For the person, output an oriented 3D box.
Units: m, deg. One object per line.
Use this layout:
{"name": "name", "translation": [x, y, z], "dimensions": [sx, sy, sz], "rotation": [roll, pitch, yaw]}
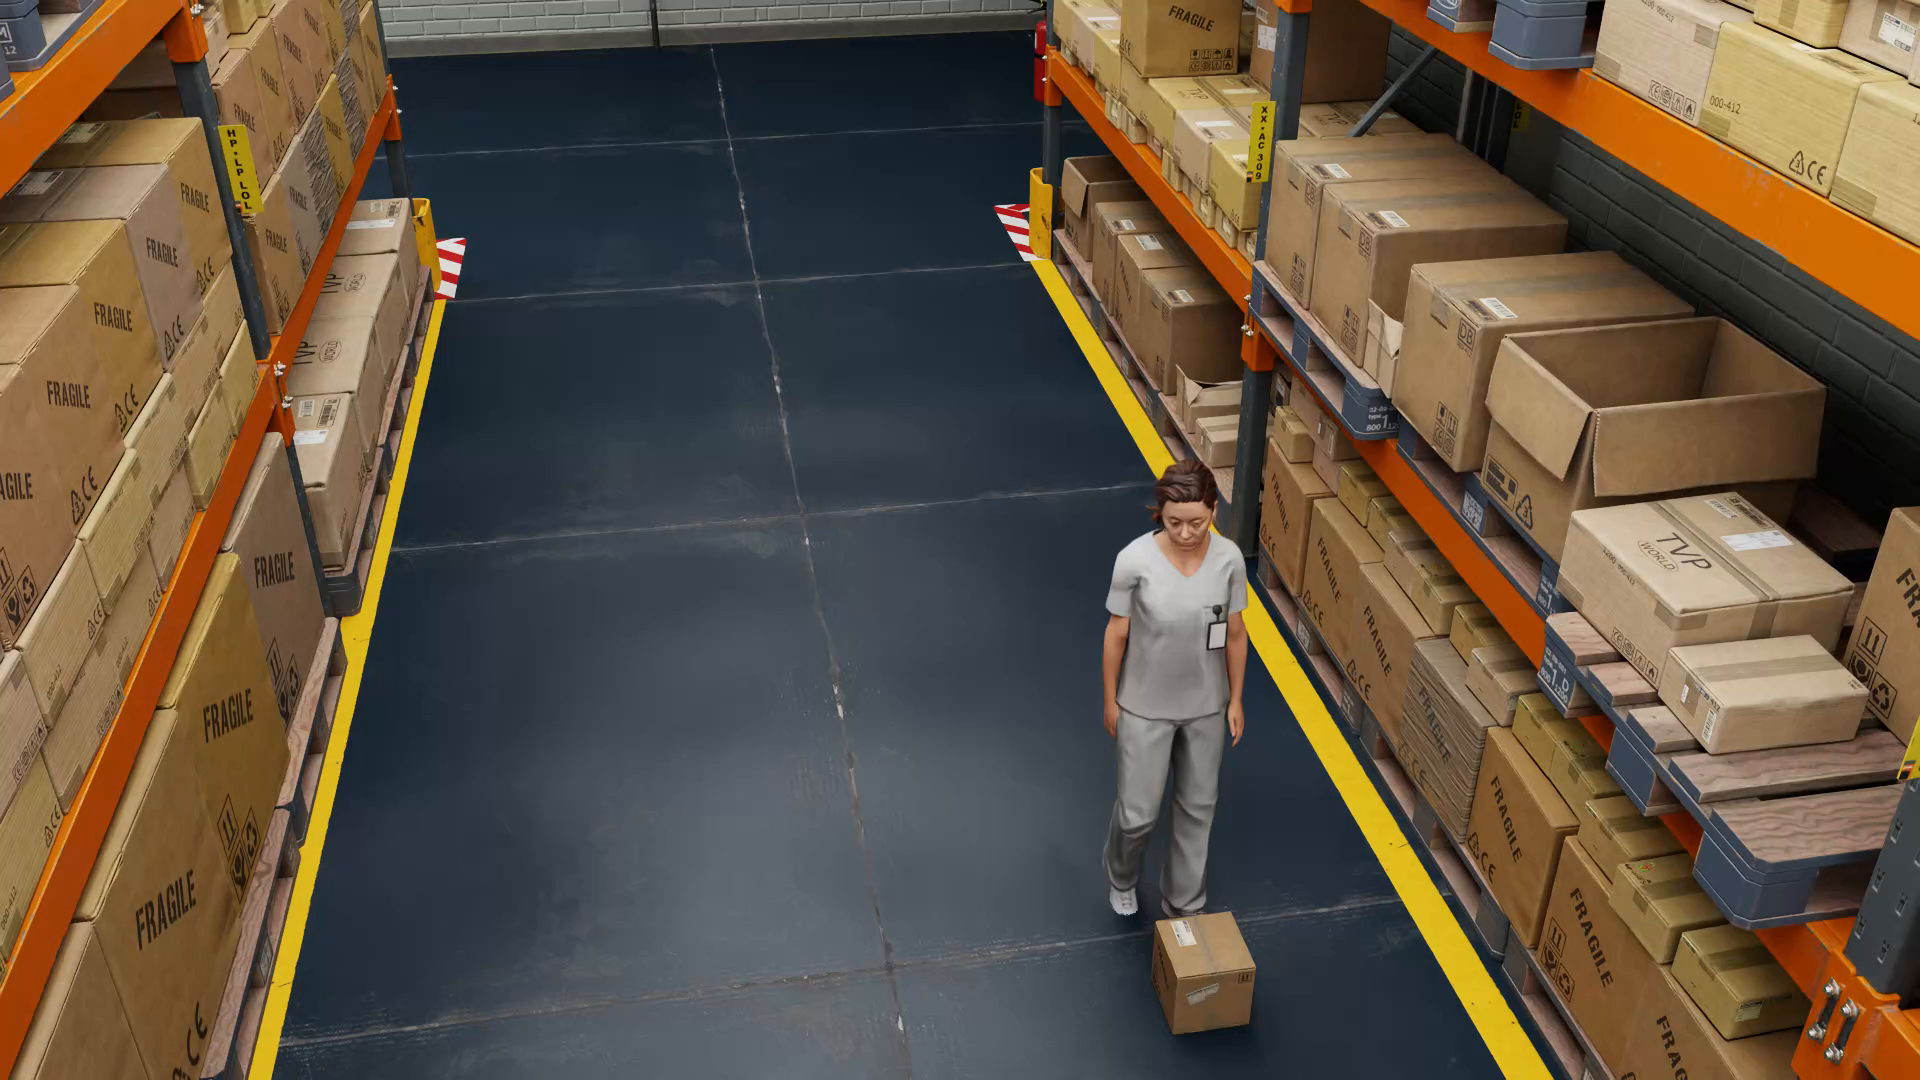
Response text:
{"name": "person", "translation": [0.687, 0.568, 5.253], "dimensions": [0.453, 1.757, 0.508], "rotation": [-6, 31, -10]}
